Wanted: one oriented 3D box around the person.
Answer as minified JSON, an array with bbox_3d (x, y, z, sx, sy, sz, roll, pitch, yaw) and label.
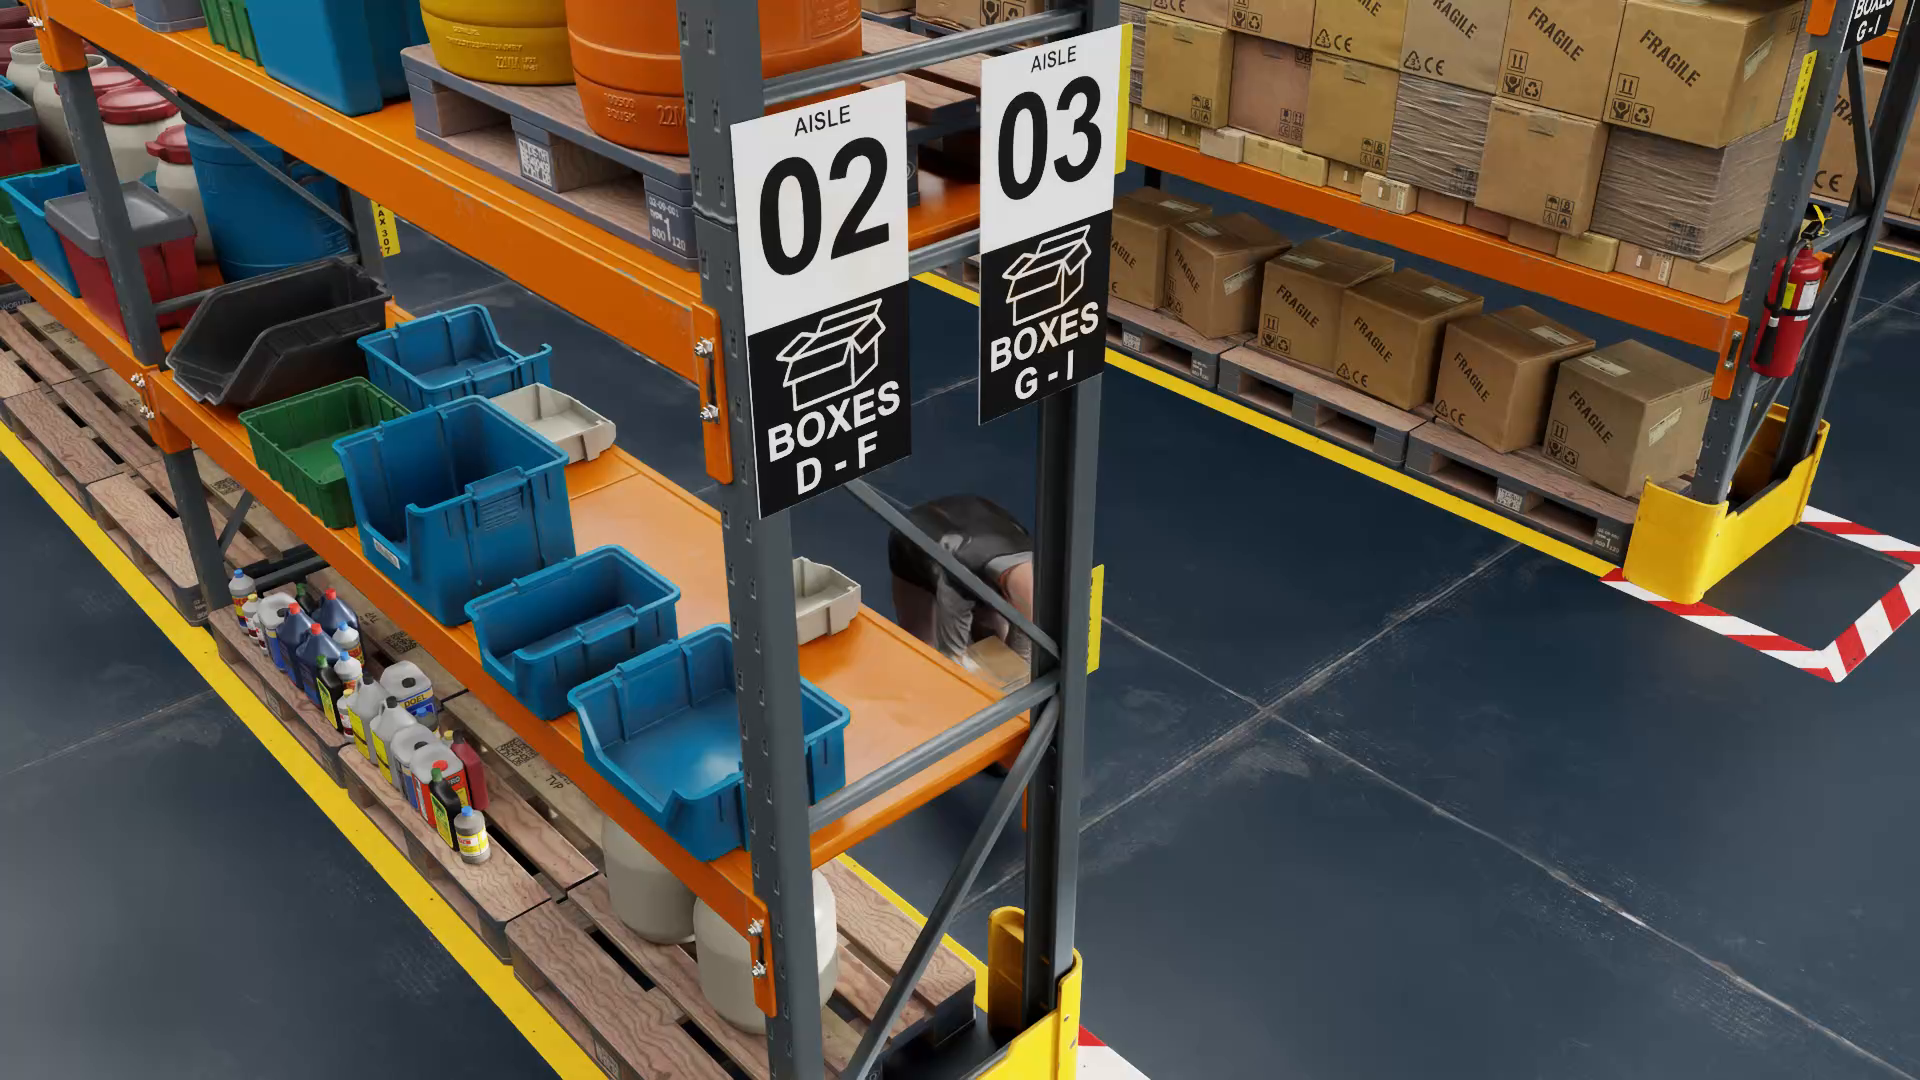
[{"bbox_3d":[0.074,0.429,5.948,0.457,1.214,0.937,-14,34,-22],"label":"person"}]
